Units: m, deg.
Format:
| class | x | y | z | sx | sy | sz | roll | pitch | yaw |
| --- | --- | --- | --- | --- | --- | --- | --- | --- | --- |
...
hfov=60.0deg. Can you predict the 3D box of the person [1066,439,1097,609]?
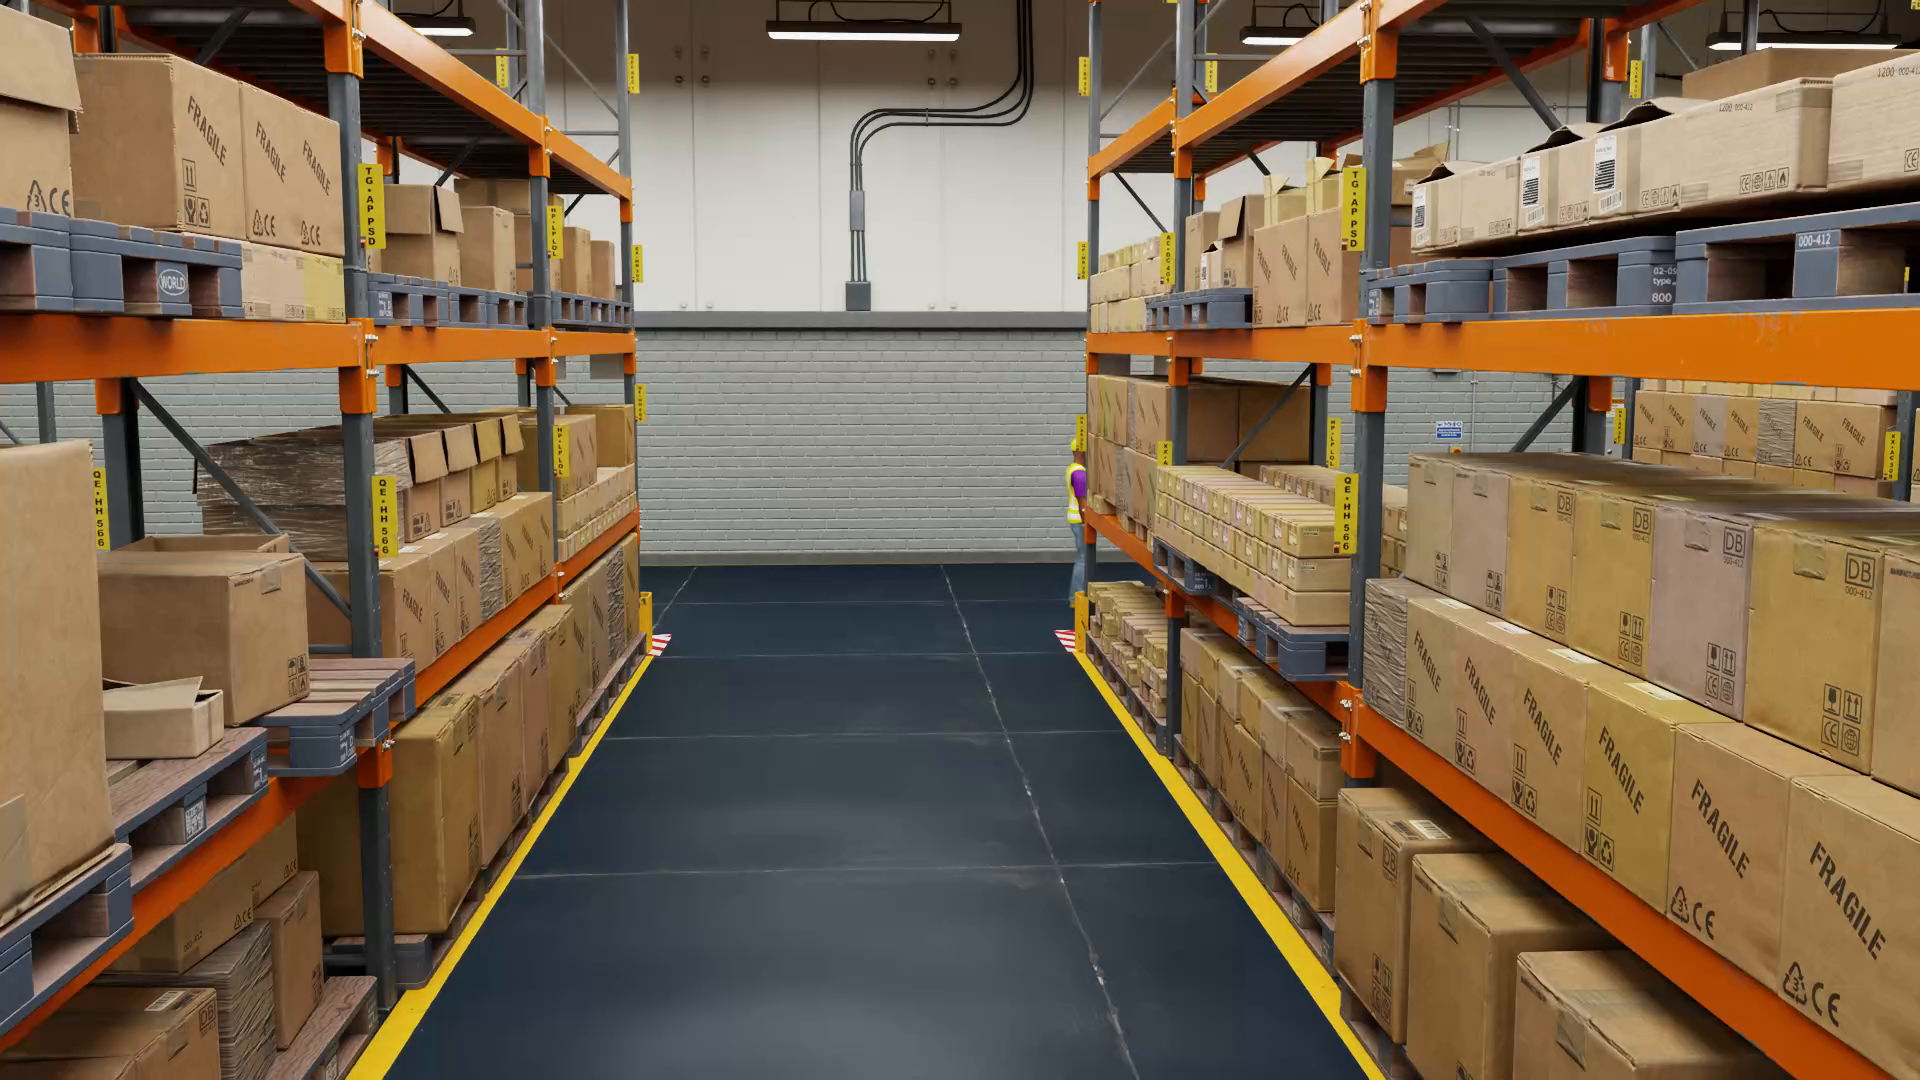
| class | x | y | z | sx | sy | sz | roll | pitch | yaw |
| --- | --- | --- | --- | --- | --- | --- | --- | --- | --- |
| person | 1.270 | -0.169 | 17.180 | 0.361 | 1.783 | 0.562 | 0 | 7 | -2 |
